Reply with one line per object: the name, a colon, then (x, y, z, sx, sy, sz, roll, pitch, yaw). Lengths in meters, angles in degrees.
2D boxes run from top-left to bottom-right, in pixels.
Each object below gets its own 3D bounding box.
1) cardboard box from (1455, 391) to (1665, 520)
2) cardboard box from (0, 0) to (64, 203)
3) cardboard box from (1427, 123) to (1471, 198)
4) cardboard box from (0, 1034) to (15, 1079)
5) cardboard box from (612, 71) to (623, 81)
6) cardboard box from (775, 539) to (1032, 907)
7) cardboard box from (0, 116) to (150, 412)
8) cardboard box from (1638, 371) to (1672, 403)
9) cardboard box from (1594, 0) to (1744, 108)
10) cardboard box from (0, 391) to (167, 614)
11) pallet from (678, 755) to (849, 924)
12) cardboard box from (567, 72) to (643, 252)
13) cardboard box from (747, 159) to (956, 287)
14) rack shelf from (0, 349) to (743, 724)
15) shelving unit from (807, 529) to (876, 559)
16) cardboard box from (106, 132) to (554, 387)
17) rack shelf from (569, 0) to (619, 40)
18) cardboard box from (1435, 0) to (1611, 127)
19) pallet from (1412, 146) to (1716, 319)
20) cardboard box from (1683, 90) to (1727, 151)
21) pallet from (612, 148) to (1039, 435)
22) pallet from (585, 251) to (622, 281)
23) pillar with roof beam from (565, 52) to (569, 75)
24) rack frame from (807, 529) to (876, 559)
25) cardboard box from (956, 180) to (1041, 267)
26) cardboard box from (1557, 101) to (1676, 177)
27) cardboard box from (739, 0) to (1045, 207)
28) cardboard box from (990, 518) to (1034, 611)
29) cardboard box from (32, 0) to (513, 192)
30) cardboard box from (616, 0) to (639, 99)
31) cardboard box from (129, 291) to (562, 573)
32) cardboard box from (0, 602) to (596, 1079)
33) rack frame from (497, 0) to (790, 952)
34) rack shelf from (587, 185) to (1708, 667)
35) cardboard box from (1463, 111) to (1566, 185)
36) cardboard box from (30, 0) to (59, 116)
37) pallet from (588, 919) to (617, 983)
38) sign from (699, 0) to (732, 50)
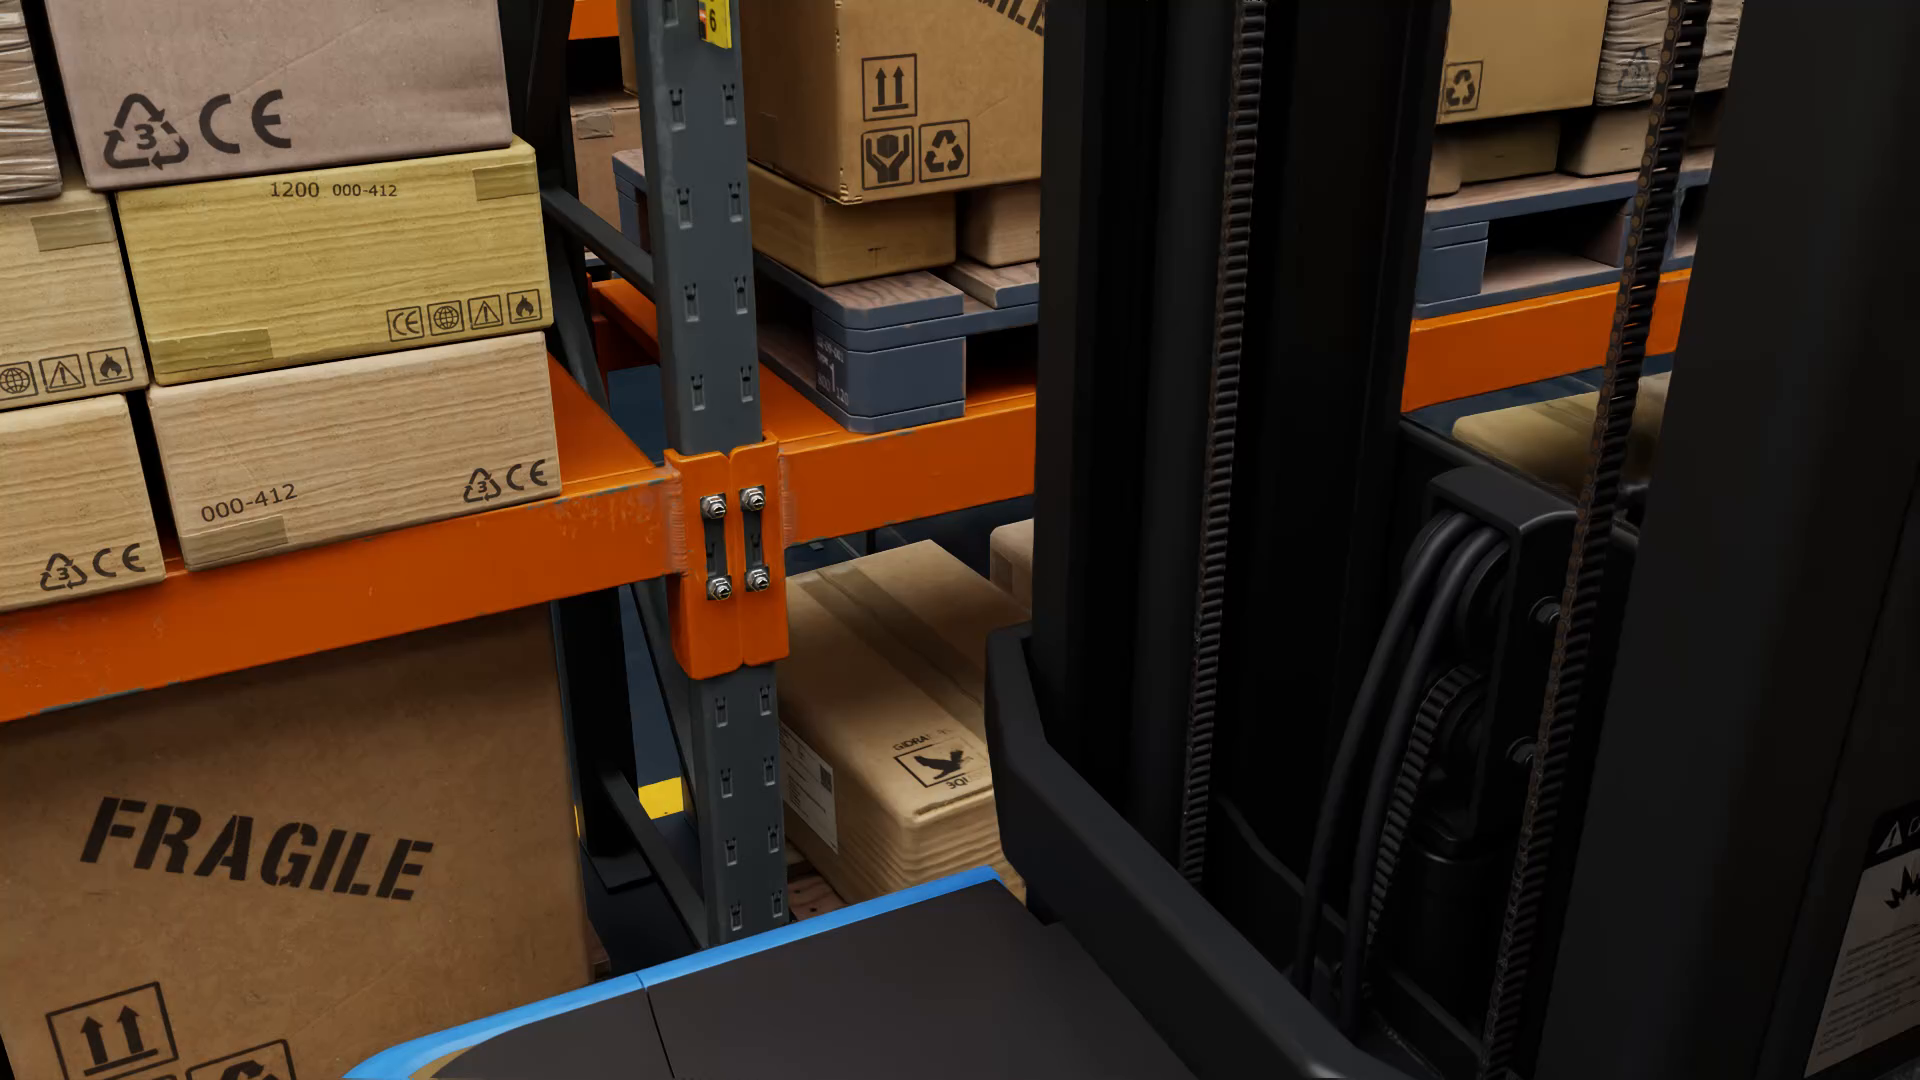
cardboard box: (1.853, -0.047, 4.434, 0.625, 0.372, 0.950, -11, 28, -22)
cardboard box: (-1.364, -0.666, 1.902, 0.500, 0.500, 0.500, -12, 28, -24)
cardboard box: (0.749, -0.765, 3.182, 0.250, 0.149, 0.380, -11, 28, -22)
cardboard box: (-2.020, 0.574, 2.558, 0.875, 0.875, 0.875, -13, 28, -24)
cardboard box: (-1.198, -1.892, 7.984, 0.625, 0.625, 0.875, -14, 29, -27)
cardboard box: (-0.079, 0.401, 3.501, 0.625, 0.372, 0.950, -15, 30, -29)
cardboard box: (-1.341, -0.340, 2.087, 0.500, 0.250, 0.500, -14, 29, -26)
cardboard box: (2.485, -0.195, 4.741, 0.625, 0.372, 0.950, -13, 28, -24)
cardboard box: (1.290, -1.174, 3.284, 0.500, 0.500, 0.500, -14, 29, -27)
cardboard box: (-1.350, -0.104, 2.173, 0.500, 0.250, 0.500, -12, 28, -24)
pallet: (0.108, 0.615, 3.725, 1.213, 0.211, 1.003, -13, 29, -25)
cardboard box: (-1.792, -1.755, 7.698, 0.625, 0.625, 0.875, -12, 28, -23)
cardboard box: (-0.208, -0.555, 2.745, 0.250, 0.149, 0.380, -15, 29, -28)
rack shelf: (-2.347, 0.248, 2.099, 4.000, 0.370, 1.077, -13, 29, -25)
shelving unit: (0.075, -0.693, 4.962, 1.048, 1.500, 0.538, -13, 29, -25)
cardboard box: (-0.890, -0.445, 2.308, 0.500, 0.250, 0.500, -13, 29, -25)
rack shelf: (-1.157, -2.461, 7.742, 4.000, 0.370, 1.077, -13, 29, -25)
cardboard box: (0.845, -1.075, 3.078, 0.500, 0.500, 0.500, -12, 28, -24)
pallet: (1.145, -0.816, 3.705, 1.213, 0.211, 1.003, -13, 29, -25)
cardboard box: (1.435, -0.947, 3.562, 0.250, 0.149, 0.380, -14, 29, -27)
pallet: (-0.004, -0.583, 3.220, 1.003, 0.211, 1.213, -13, 29, -25)
pallet: (-2.177, -1.274, 7.660, 1.213, 0.211, 1.003, -13, 29, -25)
pillar with roof beam: (-0.169, -4.048, 3.285, 0.400, 9.000, 9.100, -13, 29, -25)
rack frame: (-0.373, -0.590, 4.746, 0.032, 1.500, 0.500, -13, 29, -25)
cardboard box: (0.057, -0.599, 2.838, 0.250, 0.149, 0.380, -15, 29, -28)
cardboard box: (1.241, -0.865, 3.392, 0.250, 0.149, 0.380, -12, 28, -23)
cardboard box: (-0.076, -0.855, 2.621, 0.500, 0.500, 0.500, -14, 29, -27)
cardboard box: (0.568, 0.247, 3.820, 0.625, 0.372, 0.950, -14, 29, -26)
cardboard box: (-0.916, -0.774, 2.126, 0.500, 0.500, 0.500, -14, 29, -26)
cardboard box: (-0.312, -1.051, 3.028, 0.500, 0.500, 0.500, -14, 29, -27)
cardboard box: (-0.906, -0.214, 2.403, 0.500, 0.250, 0.500, -14, 29, -27)
cardboard box: (-1.231, 0.394, 2.933, 0.875, 0.875, 0.875, -13, 29, -26)
rack frame: (-0.582, -0.483, 2.791, 0.127, 3.000, 1.000, -13, 29, -25)
rack shelf: (1.182, -0.566, 3.795, 4.000, 0.370, 1.077, -13, 29, -25)
cardboard box: (0.979, -0.837, 3.333, 0.250, 0.149, 0.380, -12, 28, -23)
cardboard box: (-1.566, -0.867, 2.320, 0.500, 0.500, 0.500, -13, 28, -25)
pallet: (-1.314, 0.905, 3.120, 1.213, 0.211, 1.003, -13, 29, -25)
sign: (-0.318, -0.794, 2.101, 0.005, 0.325, 0.100, -13, 29, -25)
